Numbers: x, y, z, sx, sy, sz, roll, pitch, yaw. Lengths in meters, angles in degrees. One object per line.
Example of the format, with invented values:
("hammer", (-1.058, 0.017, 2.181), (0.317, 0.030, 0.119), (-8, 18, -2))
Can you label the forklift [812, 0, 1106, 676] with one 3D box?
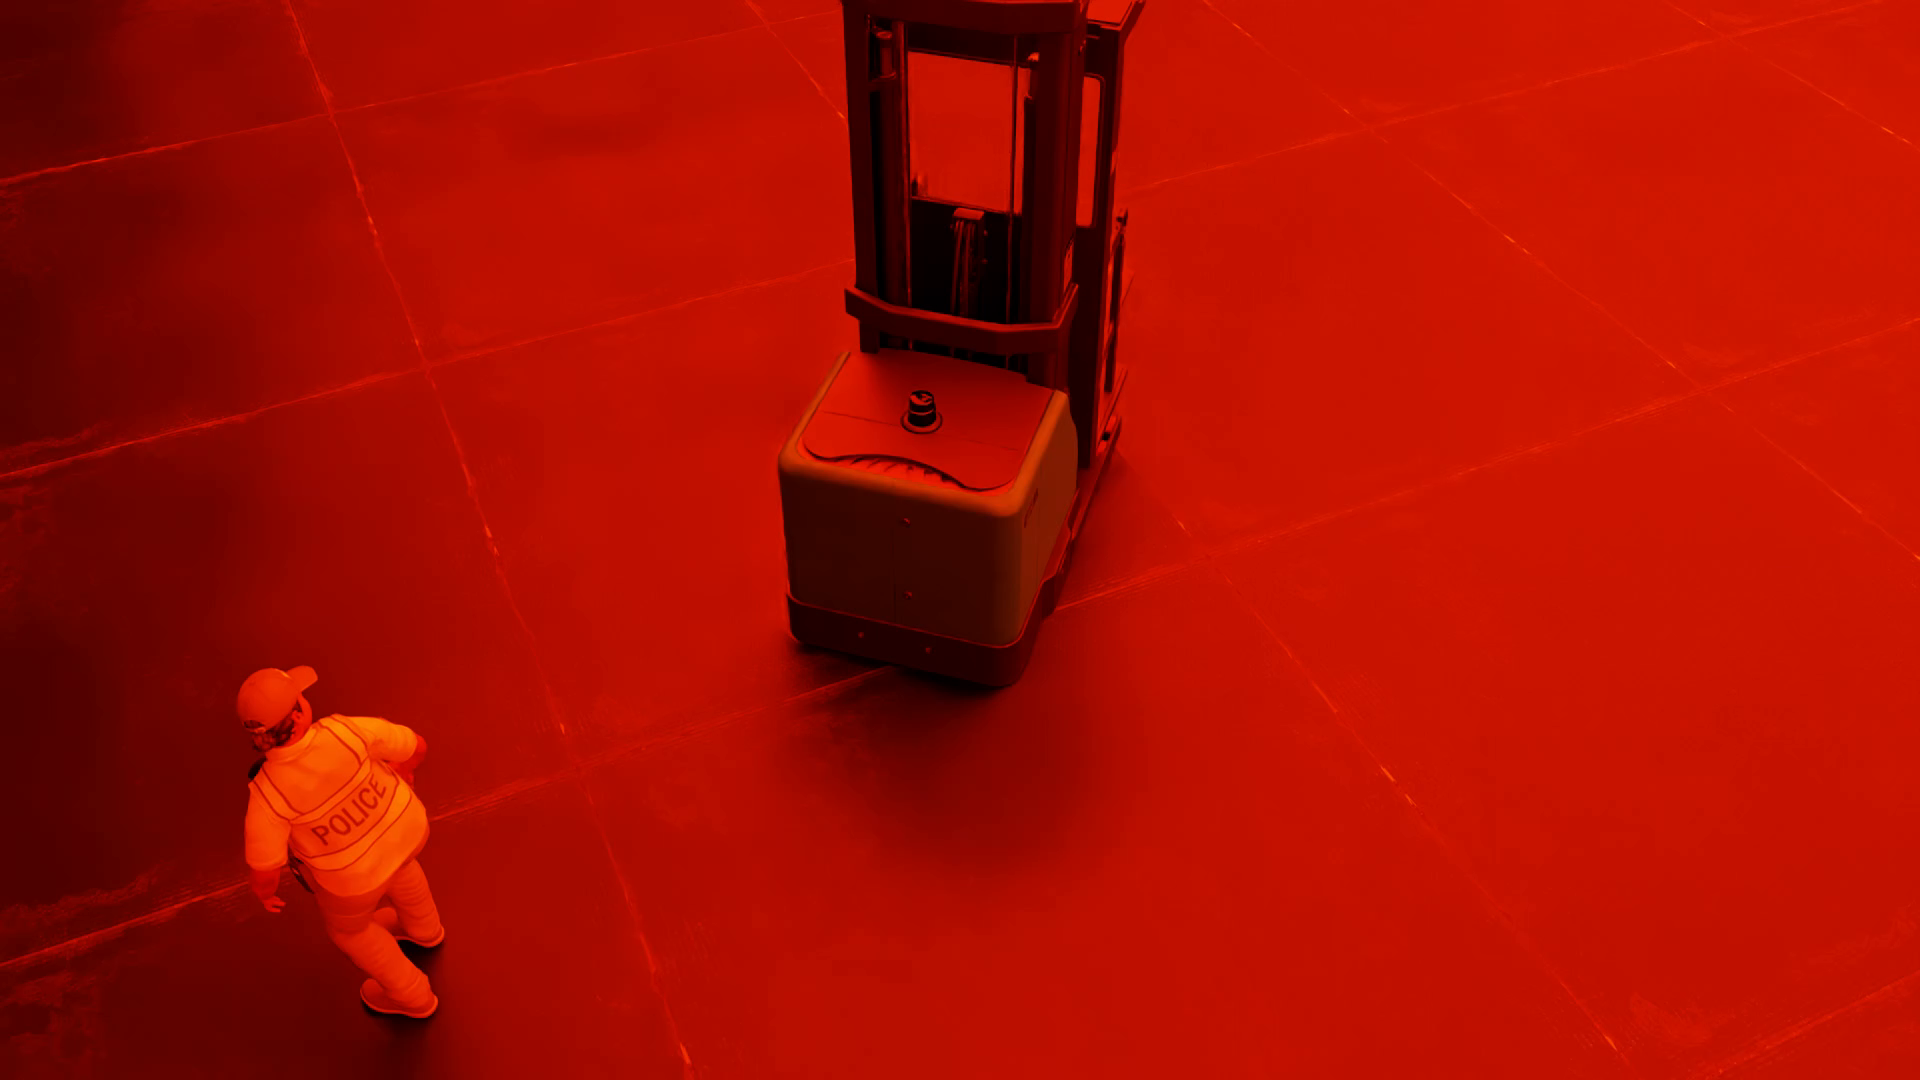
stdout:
("forklift", (0.040, -1.489, 7.276), (1.130, 2.935, 3.031), (3, 43, 3))

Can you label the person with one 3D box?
("person", (-2.062, 0.996, 5.550), (0.516, 1.657, 0.673), (22, 47, 22))
